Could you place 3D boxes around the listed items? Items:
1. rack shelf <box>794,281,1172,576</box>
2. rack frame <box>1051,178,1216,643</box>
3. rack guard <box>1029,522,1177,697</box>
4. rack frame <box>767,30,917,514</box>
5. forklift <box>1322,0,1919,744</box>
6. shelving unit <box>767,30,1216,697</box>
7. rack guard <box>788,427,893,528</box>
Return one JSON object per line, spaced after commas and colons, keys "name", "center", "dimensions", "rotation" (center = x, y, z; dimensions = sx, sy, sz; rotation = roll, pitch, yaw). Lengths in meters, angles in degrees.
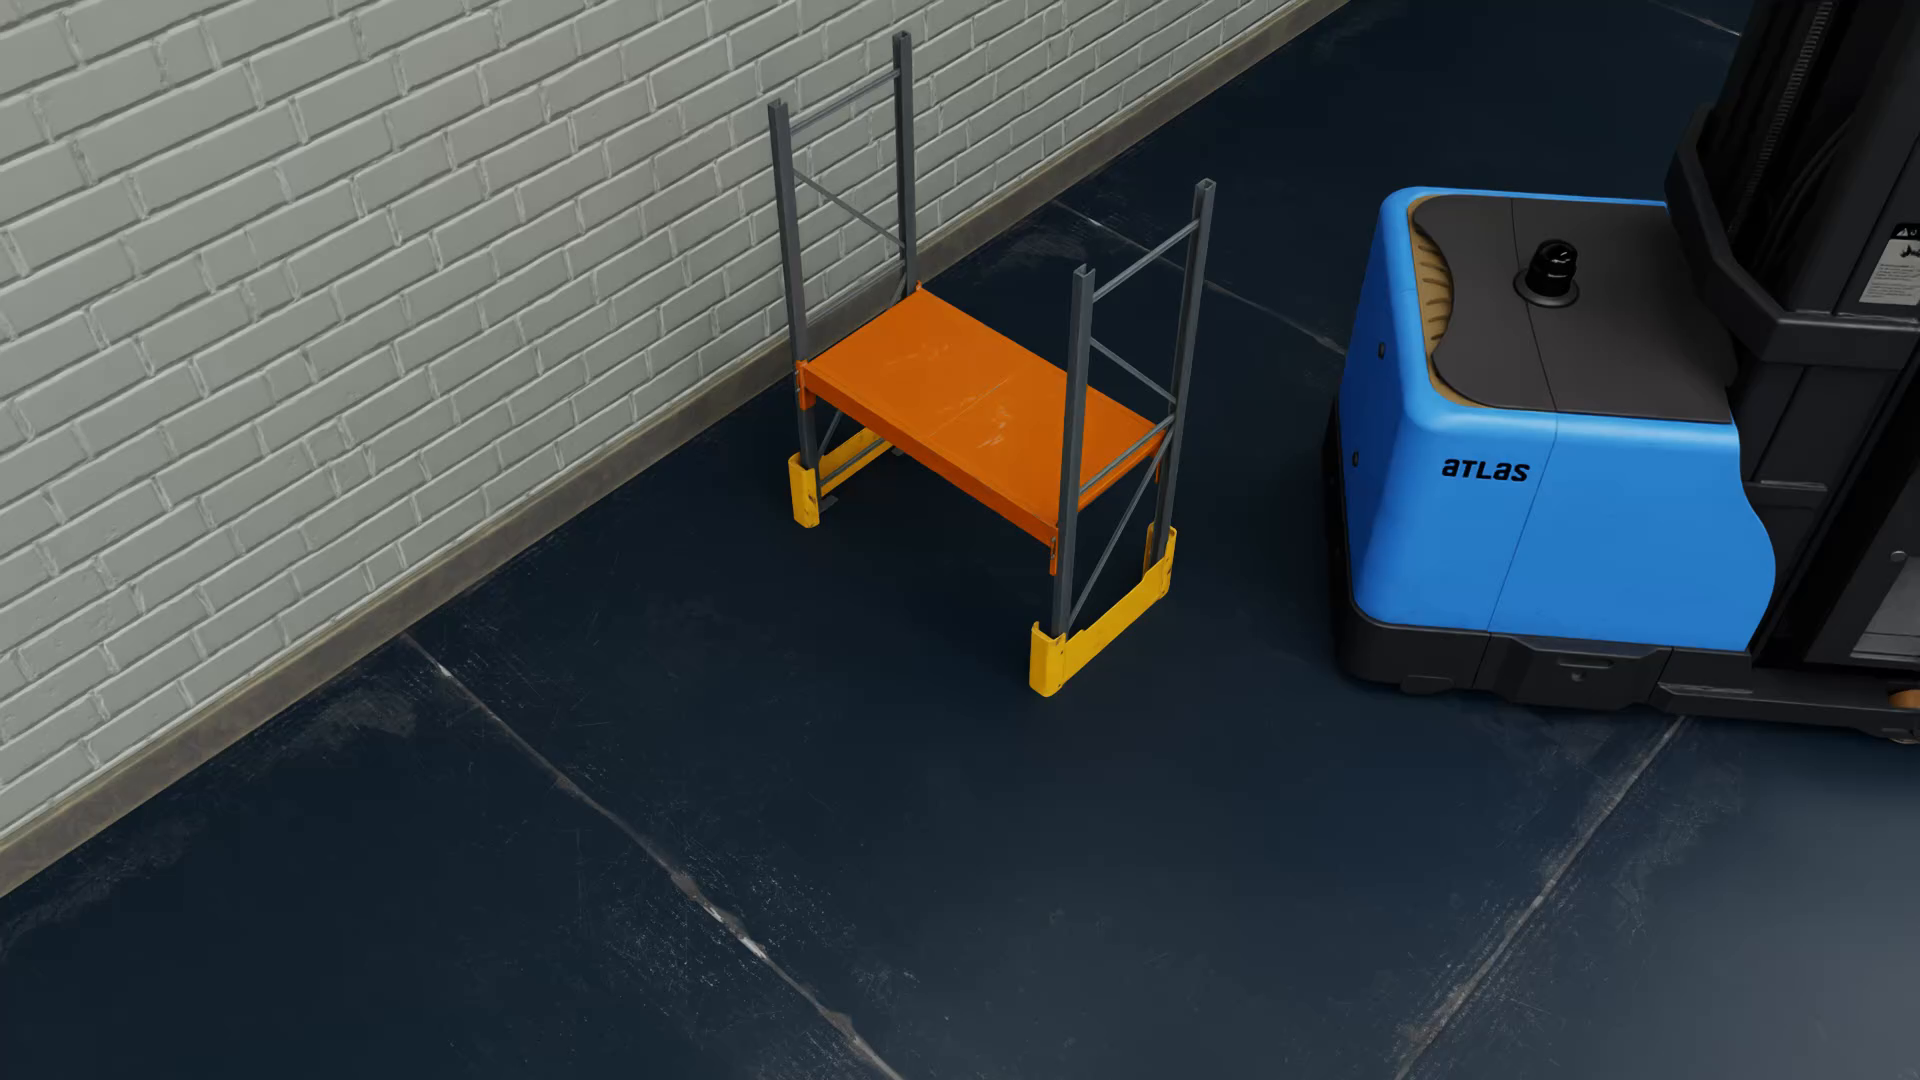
{"name": "rack shelf", "center": [0.063, -0.348, 4.795], "dimensions": [1.000, 0.185, 0.538], "rotation": [34, 55, 28]}
{"name": "rack frame", "center": [0.436, -0.220, 4.428], "dimensions": [0.032, 1.500, 0.500], "rotation": [34, 55, 28]}
{"name": "rack guard", "center": [0.422, 0.198, 4.892], "dimensions": [0.087, 0.250, 0.587], "rotation": [34, 55, 28]}
{"name": "rack frame", "center": [-0.311, -0.723, 4.900], "dimensions": [0.032, 1.500, 0.500], "rotation": [34, 55, 28]}
{"name": "forklift", "center": [2.644, -0.822, 4.012], "dimensions": [3.031, 2.935, 1.130], "rotation": [4, 47, 4]}
{"name": "shelving unit", "center": [0.056, -0.476, 4.668], "dimensions": [1.083, 1.500, 0.587], "rotation": [34, 55, 28]}
{"name": "rack guard", "center": [-0.310, -0.294, 5.355], "dimensions": [0.087, 0.250, 0.587], "rotation": [34, 55, 28]}
